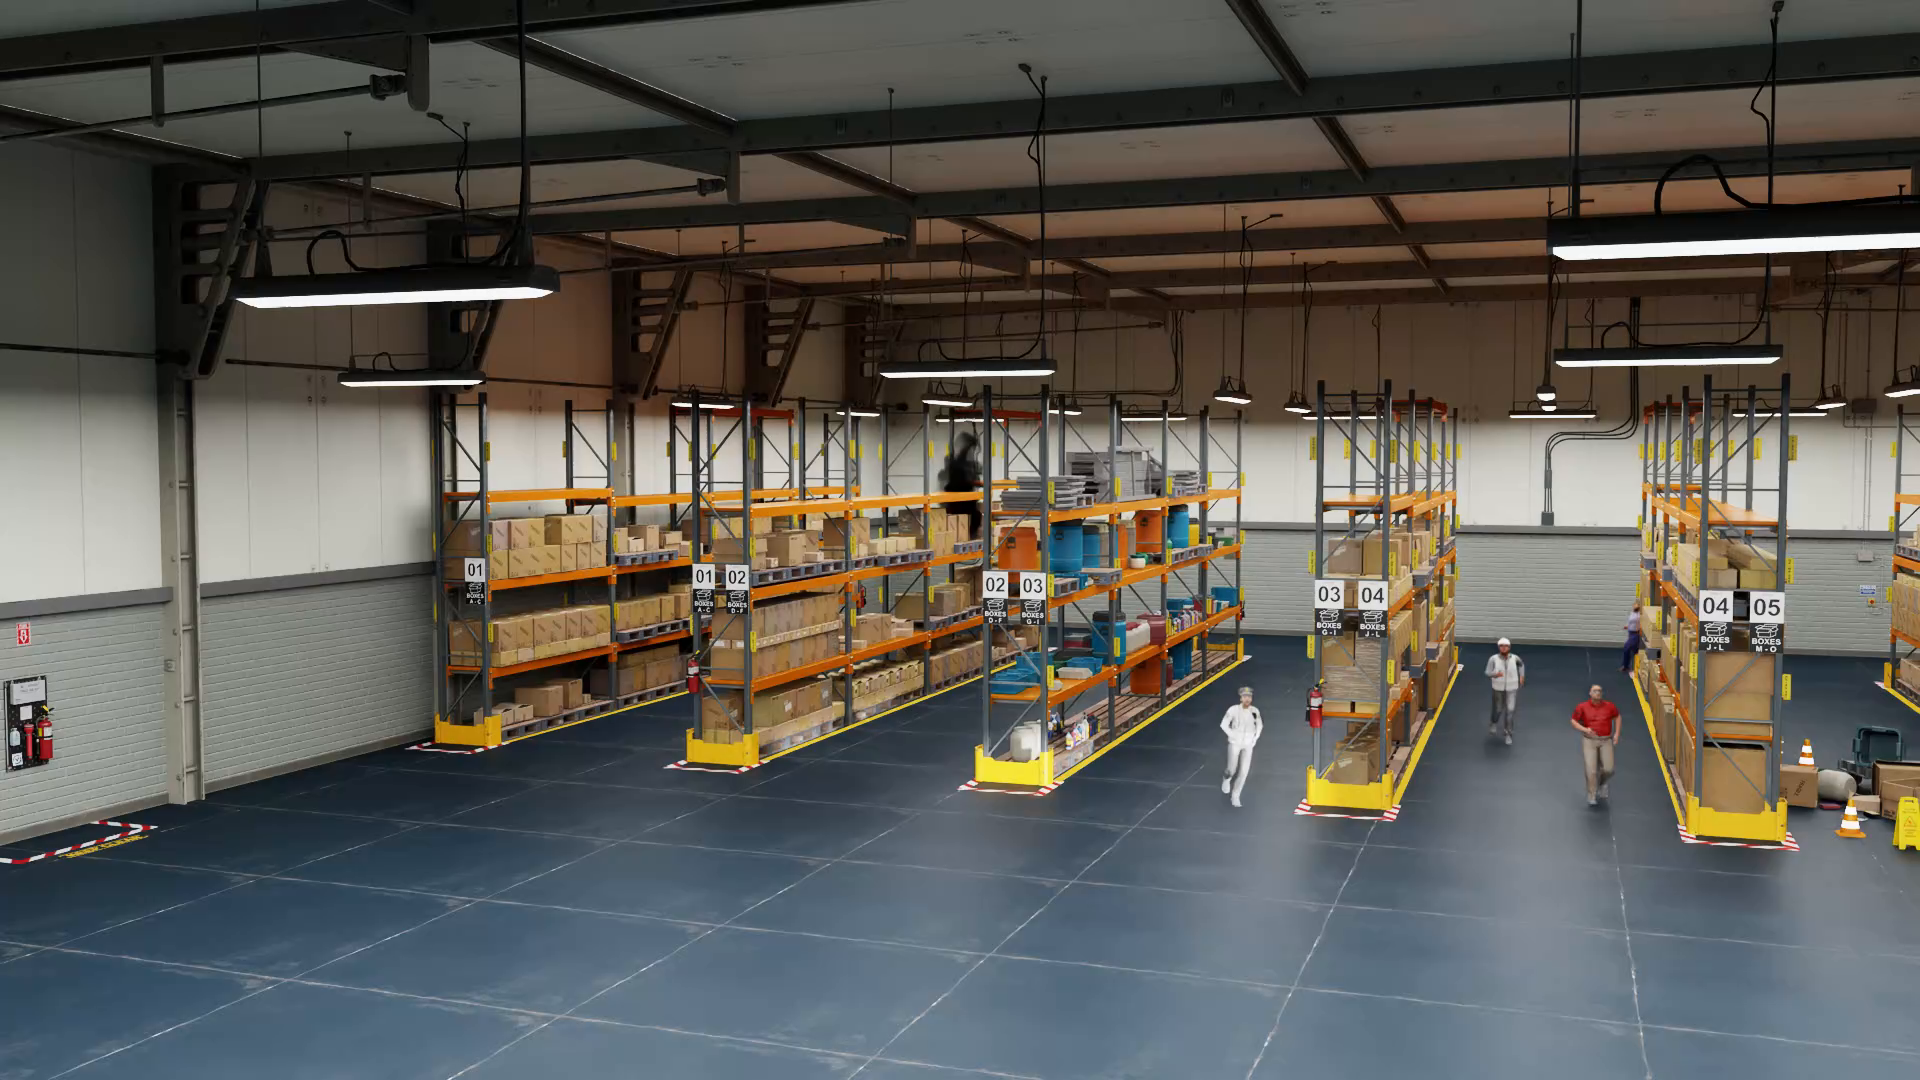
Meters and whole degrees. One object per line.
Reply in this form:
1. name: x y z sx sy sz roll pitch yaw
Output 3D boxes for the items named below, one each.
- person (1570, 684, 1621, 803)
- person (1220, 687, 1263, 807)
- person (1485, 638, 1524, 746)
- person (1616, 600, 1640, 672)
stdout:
1. person: 9.038 2.899 23.568 0.716 1.694 0.553 1 3 9
2. person: 4.024 2.918 23.759 0.625 1.684 0.719 0 3 -2
3. person: 9.406 2.587 28.736 0.666 1.812 0.943 1 3 15
4. person: 15.322 2.195 37.696 0.787 1.676 0.693 0 3 -2
